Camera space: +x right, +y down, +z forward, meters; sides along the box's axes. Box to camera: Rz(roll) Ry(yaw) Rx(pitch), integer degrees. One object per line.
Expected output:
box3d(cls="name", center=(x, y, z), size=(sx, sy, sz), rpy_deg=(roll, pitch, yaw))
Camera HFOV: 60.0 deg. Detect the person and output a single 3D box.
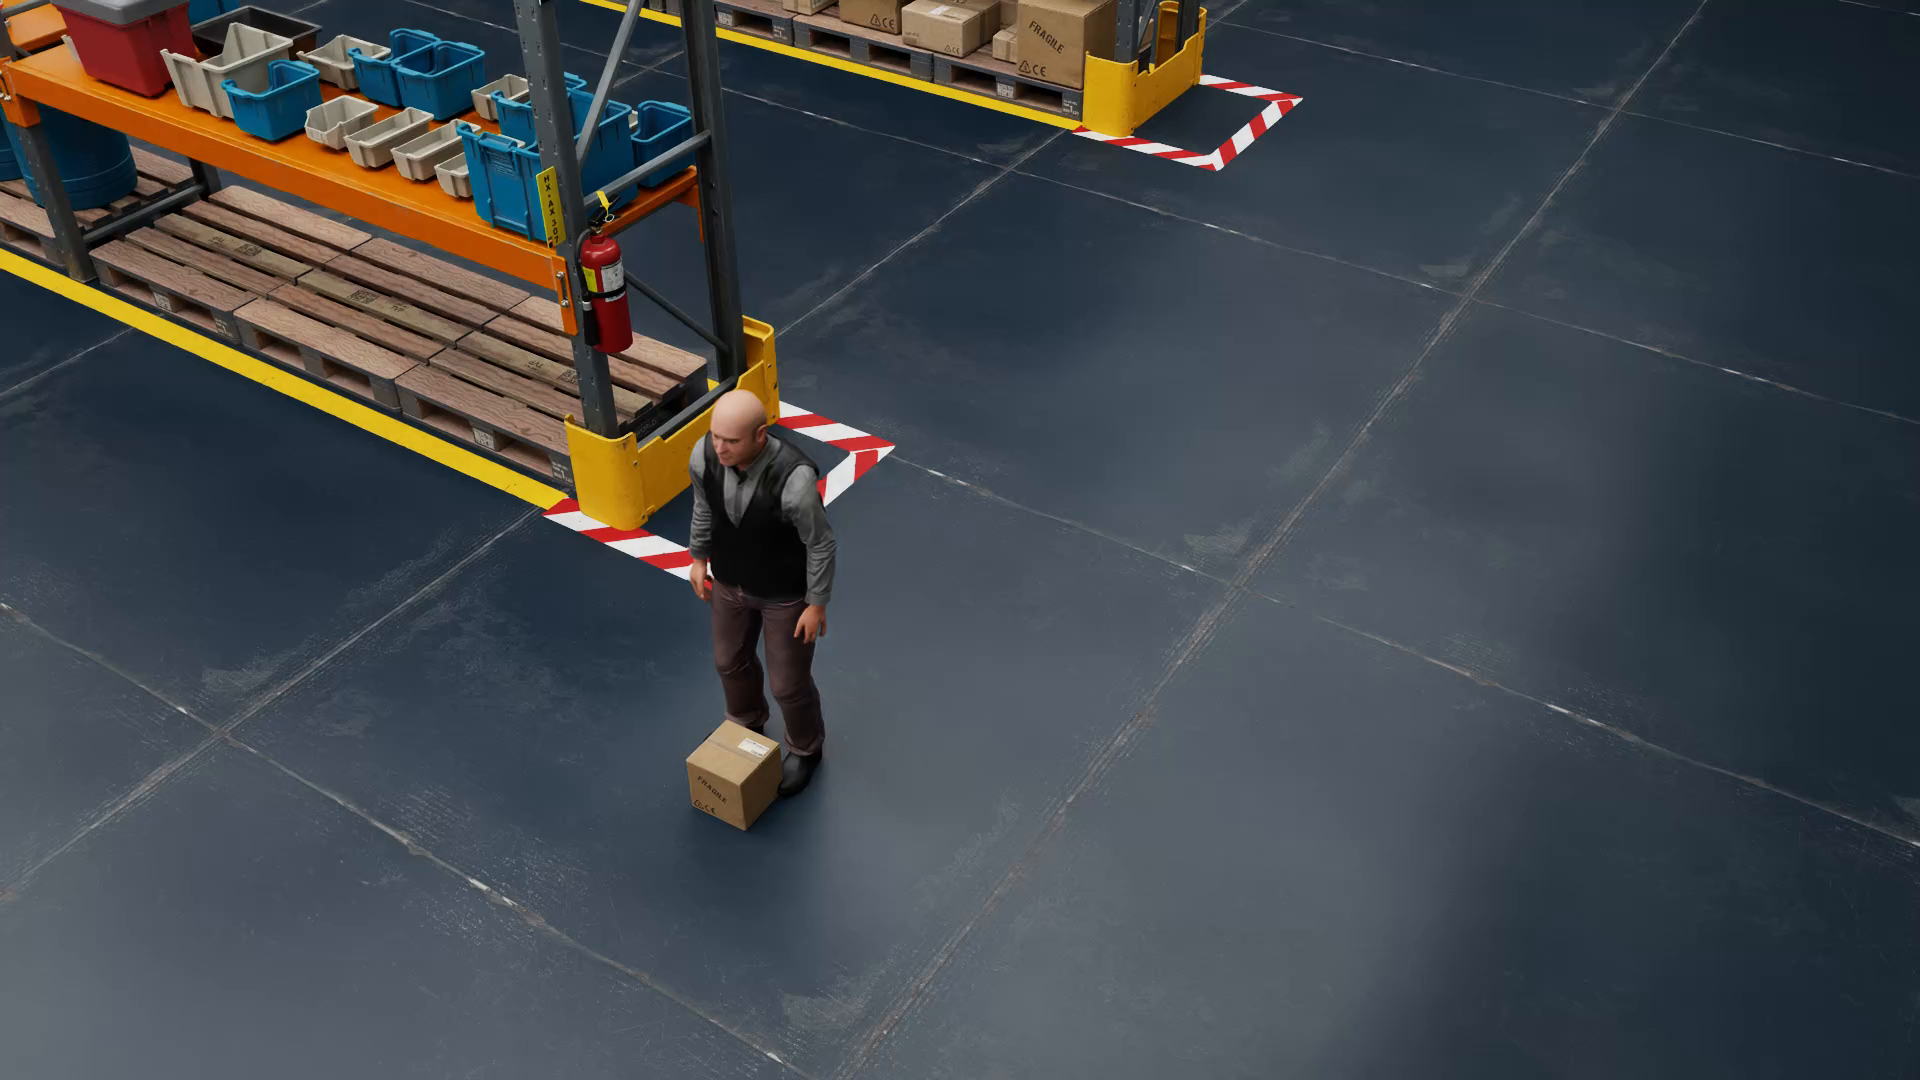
box3d(cls="person", center=(-0.695, 0.156, 5.974), size=(0.587, 1.721, 0.412), rpy_deg=(21, 43, 24))
